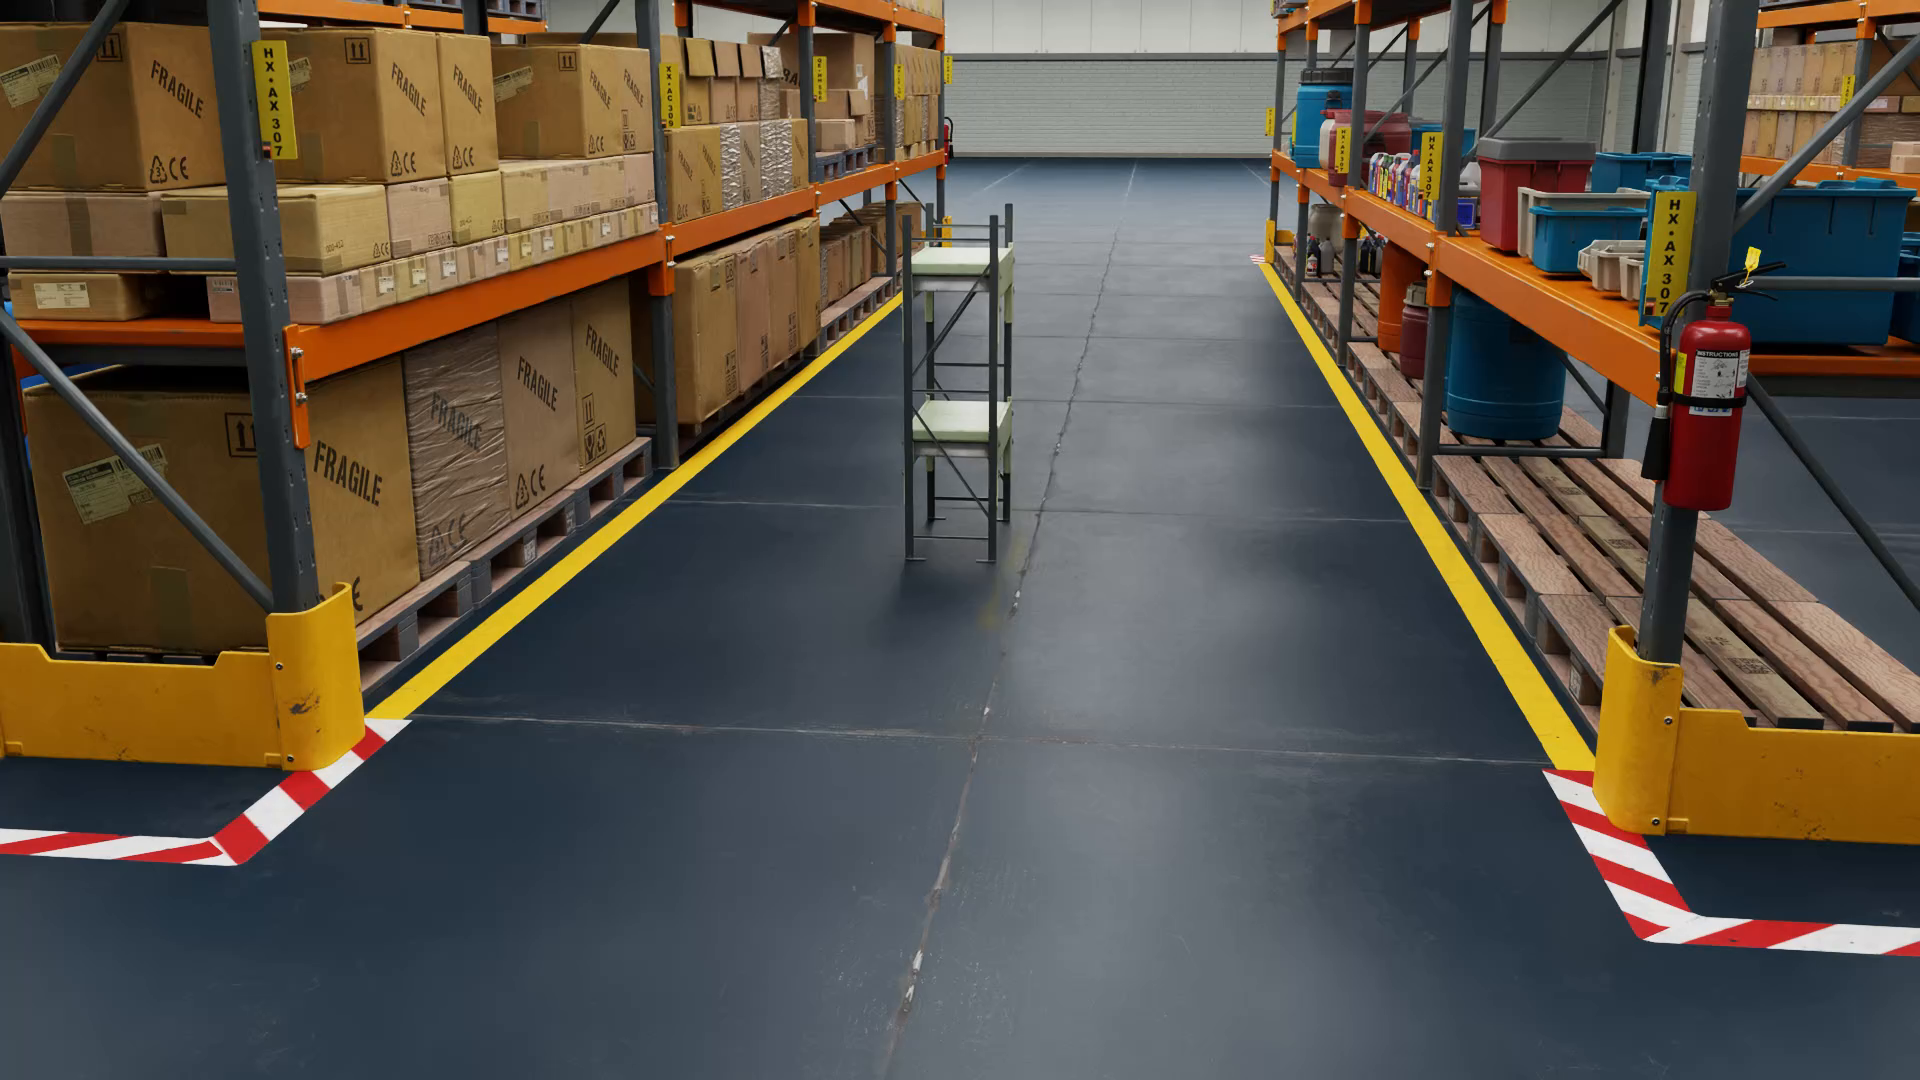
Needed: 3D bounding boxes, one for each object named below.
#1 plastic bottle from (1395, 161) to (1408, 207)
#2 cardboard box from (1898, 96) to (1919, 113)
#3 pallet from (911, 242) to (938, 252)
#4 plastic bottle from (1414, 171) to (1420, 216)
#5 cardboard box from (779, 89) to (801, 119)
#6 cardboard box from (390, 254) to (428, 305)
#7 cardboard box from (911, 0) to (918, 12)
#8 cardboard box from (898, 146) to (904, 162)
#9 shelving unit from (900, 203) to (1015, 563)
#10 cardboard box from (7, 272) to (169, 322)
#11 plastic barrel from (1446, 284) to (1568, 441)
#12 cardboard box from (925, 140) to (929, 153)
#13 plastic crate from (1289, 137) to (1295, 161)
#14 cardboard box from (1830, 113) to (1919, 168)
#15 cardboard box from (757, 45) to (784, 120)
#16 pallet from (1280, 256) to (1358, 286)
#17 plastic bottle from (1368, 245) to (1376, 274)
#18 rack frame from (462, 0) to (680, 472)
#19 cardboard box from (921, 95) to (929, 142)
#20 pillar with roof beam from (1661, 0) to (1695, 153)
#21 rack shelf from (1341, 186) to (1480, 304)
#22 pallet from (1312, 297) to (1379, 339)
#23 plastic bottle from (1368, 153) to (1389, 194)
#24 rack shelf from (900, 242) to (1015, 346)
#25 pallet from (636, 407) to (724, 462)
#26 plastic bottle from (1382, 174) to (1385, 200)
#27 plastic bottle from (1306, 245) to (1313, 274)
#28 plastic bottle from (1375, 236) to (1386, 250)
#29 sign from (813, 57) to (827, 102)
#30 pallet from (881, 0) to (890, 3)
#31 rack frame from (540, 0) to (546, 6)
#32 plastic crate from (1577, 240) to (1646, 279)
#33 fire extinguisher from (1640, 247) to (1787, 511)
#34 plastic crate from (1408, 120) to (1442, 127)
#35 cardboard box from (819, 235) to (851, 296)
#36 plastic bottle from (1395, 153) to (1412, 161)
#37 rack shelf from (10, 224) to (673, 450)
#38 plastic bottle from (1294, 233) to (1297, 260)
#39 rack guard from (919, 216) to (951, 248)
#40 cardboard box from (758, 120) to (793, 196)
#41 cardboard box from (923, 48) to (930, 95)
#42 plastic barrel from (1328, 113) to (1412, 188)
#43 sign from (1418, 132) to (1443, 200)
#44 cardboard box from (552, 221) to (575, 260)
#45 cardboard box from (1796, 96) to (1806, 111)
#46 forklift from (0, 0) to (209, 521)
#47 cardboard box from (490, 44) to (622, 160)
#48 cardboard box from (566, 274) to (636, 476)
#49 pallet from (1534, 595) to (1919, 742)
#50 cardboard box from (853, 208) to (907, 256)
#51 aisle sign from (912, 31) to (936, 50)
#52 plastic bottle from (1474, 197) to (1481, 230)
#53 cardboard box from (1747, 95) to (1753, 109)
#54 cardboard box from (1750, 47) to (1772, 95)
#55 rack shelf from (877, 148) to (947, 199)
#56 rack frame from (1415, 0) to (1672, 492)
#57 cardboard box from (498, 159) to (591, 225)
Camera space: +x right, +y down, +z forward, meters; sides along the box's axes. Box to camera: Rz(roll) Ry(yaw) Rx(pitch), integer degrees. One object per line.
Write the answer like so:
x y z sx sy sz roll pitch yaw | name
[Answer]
2.801 -2.217 10.350 0.152 0.276 0.135 2 15 6 | plastic bottle
8.923 -4.055 15.477 0.380 0.149 0.250 2 15 6 | cardboard box
-0.827 -3.384 19.773 1.003 0.211 1.213 2 15 6 | pallet
2.713 -2.014 9.600 0.152 0.276 0.135 2 15 6 | plastic bottle
-1.609 -3.425 13.584 0.700 0.500 0.500 4 16 15 | cardboard box
-2.073 -0.904 5.740 0.380 0.149 0.250 1 15 5 | cardboard box
-0.716 -5.673 17.435 0.500 0.250 0.500 1 15 4 | cardboard box
-0.778 -3.912 16.865 0.380 0.149 0.250 2 15 6 | cardboard box
0.001 -0.726 7.473 0.431 1.500 0.755 2 15 6 | shelving unit
-2.784 -0.791 5.321 0.380 0.149 0.250 2 15 7 | cardboard box
2.954 -1.032 8.946 0.600 0.901 0.708 2 15 6 | plastic barrel
-0.568 -4.563 19.271 0.380 0.149 0.250 2 15 6 | cardboard box
3.634 -3.999 16.991 0.499 0.251 0.616 2 15 6 | plastic crate
8.744 -3.793 15.751 0.700 0.500 0.500 1 15 5 | cardboard box
-1.693 -3.228 11.740 0.797 0.503 0.637 2 15 8 | cardboard box
4.031 -2.920 18.058 1.003 0.211 1.213 2 15 6 | pallet
4.154 -2.835 16.760 0.061 0.283 0.133 2 15 6 | plastic bottle
-2.045 -1.847 8.747 1.000 3.000 0.127 2 15 6 | rack frame
-0.817 -4.748 18.713 0.875 0.500 0.500 2 15 6 | cardboard box
13.285 -13.562 40.578 9.100 9.000 0.400 2 15 6 | pillar with roof beam
3.102 -1.873 10.220 1.077 0.370 4.000 2 15 6 | rack shelf
3.594 -1.908 14.314 1.003 0.211 1.213 2 15 6 | pallet
2.957 -2.576 11.680 0.152 0.276 0.135 2 15 6 | plastic bottle
0.001 -1.102 7.371 0.431 0.370 0.720 2 15 6 | rack shelf
-2.033 -0.703 9.859 1.003 0.211 1.213 2 15 6 | pallet
2.850 -2.356 11.010 0.097 0.201 0.097 0 15 0 | plastic bottle
3.505 -2.812 16.675 0.061 0.283 0.133 2 15 9 | plastic bottle
4.282 -2.907 16.898 0.144 0.351 0.185 2 15 8 | plastic bottle
-1.042 -3.428 12.375 0.100 0.325 0.005 2 15 6 | sign
-1.318 -5.122 15.473 1.213 0.211 1.003 2 15 6 | pallet
-5.608 -8.028 20.111 1.000 3.000 0.127 2 15 6 | rack frame
2.406 -1.007 6.031 0.298 0.136 0.250 2 15 6 | plastic crate
1.956 -0.421 4.334 0.296 0.674 0.183 2 15 6 | fire extinguisher
3.814 -3.180 13.552 0.402 0.464 0.583 2 15 6 | plastic crate
-1.368 -2.501 15.110 0.700 0.500 0.500 0 15 1 | cardboard box
3.109 -2.572 11.664 0.152 0.276 0.135 2 15 6 | plastic bottle
-2.271 -0.981 6.923 1.077 0.370 4.000 2 15 6 | rack shelf
3.672 -3.196 18.094 0.061 0.283 0.133 2 15 7 | plastic bottle
-0.700 -3.733 20.510 1.175 0.500 0.348 2 15 6 | rack guard
-1.465 -2.669 11.593 0.500 0.500 0.500 2 15 6 | cardboard box
-0.617 -5.225 18.561 0.500 0.500 0.500 2 15 6 | cardboard box
3.079 -2.934 12.504 0.600 0.536 0.708 2 15 6 | plastic barrel
2.330 -1.852 8.233 0.100 0.325 0.005 2 15 6 | sign
-1.899 -1.304 7.219 0.380 0.149 0.250 1 15 5 | cardboard box
8.663 -4.397 16.742 0.380 0.149 0.250 2 15 8 | cardboard box
-4.517 -1.837 8.839 1.130 2.935 3.031 1 15 5 | forklift
-1.892 -2.023 7.680 0.500 0.500 0.500 2 15 7 | cardboard box
-2.199 -0.855 8.345 0.875 0.875 0.875 2 15 6 | cardboard box
2.556 0.469 5.522 1.003 0.211 1.213 2 15 6 | pallet
-0.901 -3.476 18.756 0.500 0.500 0.500 3 15 11 | cardboard box
-0.386 -6.222 19.944 0.394 0.787 0.004 2 15 6 | aisle sign
2.725 -1.718 8.651 0.097 0.201 0.097 0 15 0 | plastic bottle
8.837 -4.800 18.231 0.380 0.149 0.250 2 15 6 | cardboard box
9.026 -5.070 17.990 0.700 0.500 0.500 1 15 5 | cardboard box
-0.917 -4.094 18.433 1.077 0.370 4.000 2 15 6 | rack shelf
2.876 -1.701 8.207 1.000 3.000 0.127 2 15 6 | rack frame
-1.948 -1.529 7.289 0.500 0.250 0.500 2 15 7 | cardboard box
